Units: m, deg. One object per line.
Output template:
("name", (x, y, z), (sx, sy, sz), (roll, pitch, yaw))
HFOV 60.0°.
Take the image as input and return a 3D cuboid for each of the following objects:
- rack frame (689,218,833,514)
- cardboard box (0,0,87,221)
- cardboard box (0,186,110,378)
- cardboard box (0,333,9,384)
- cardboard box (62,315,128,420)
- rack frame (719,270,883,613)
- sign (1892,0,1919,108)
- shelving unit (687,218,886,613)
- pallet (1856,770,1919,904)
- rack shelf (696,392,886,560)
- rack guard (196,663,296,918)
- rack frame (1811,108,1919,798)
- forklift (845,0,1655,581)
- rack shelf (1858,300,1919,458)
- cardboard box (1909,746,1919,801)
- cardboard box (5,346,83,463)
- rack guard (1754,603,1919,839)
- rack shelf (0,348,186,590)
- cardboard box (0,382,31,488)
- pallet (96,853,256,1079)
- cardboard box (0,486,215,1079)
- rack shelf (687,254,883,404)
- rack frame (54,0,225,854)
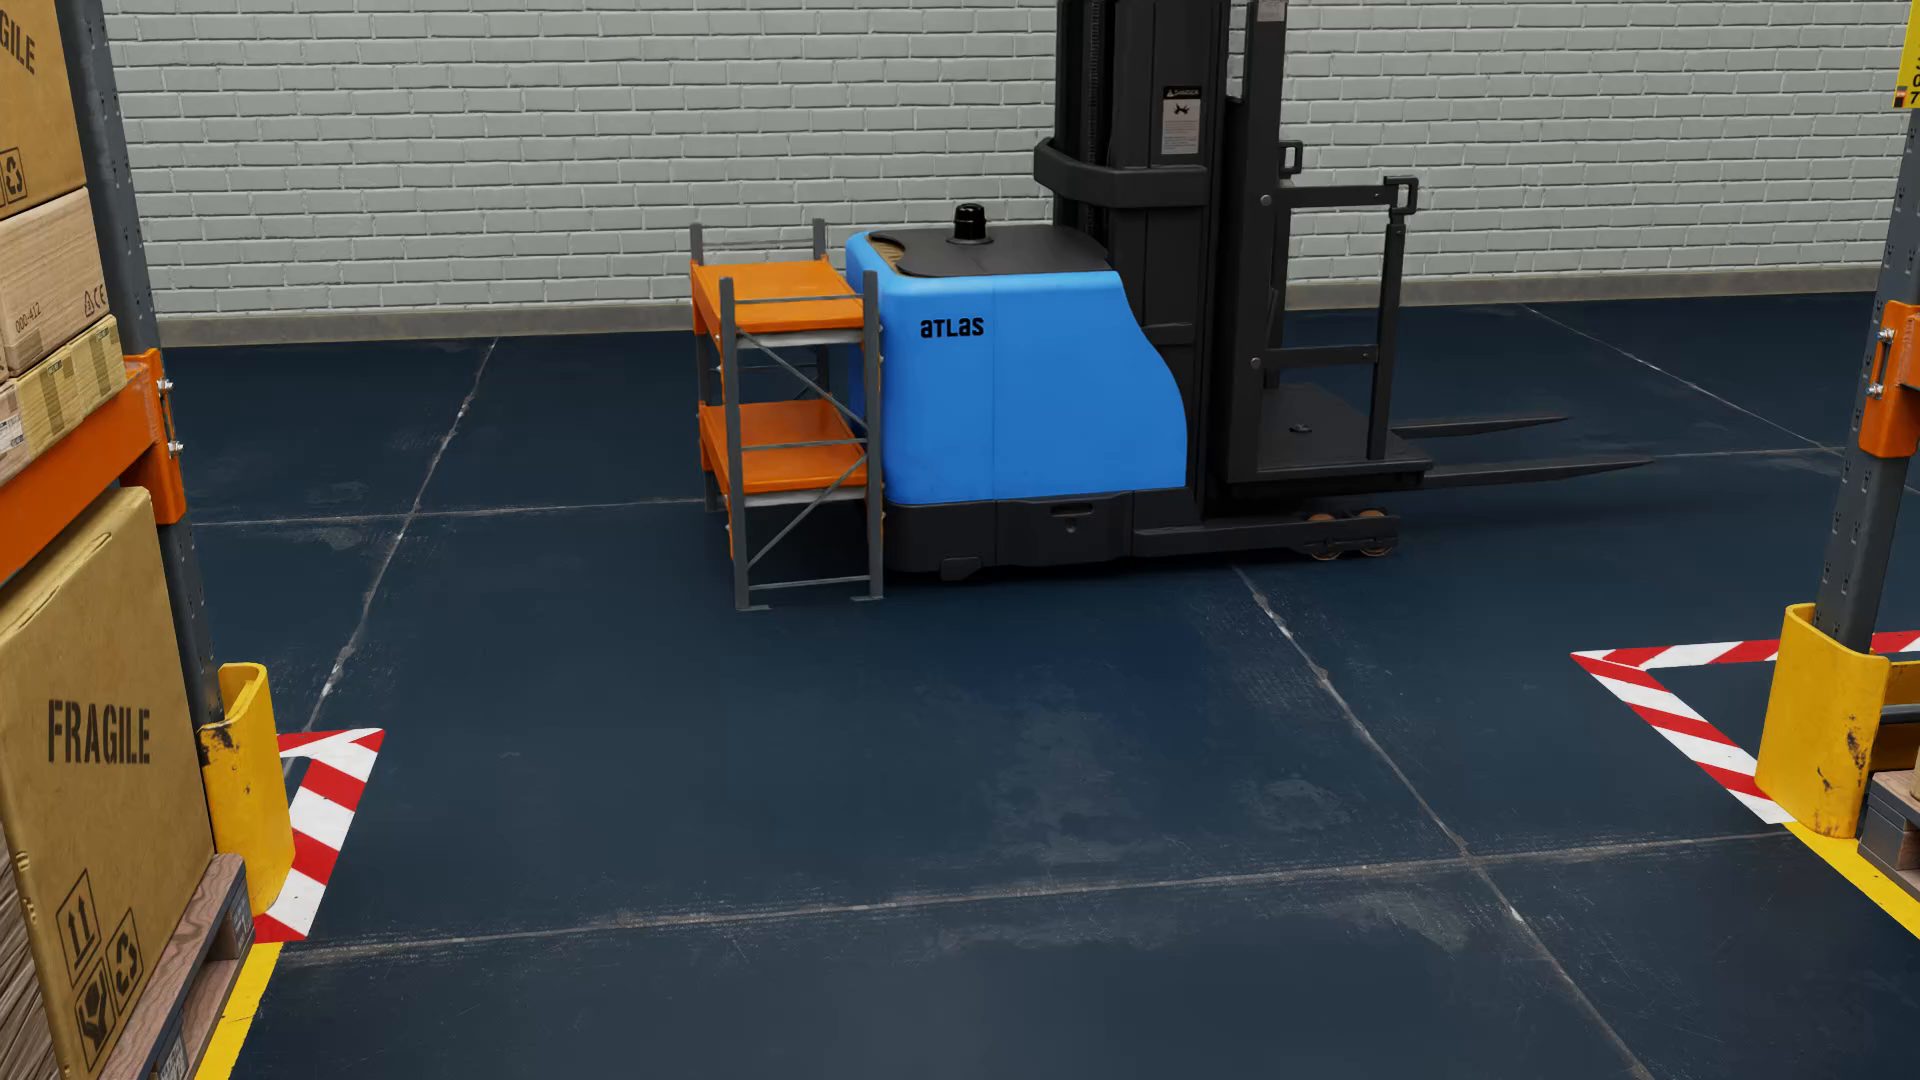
("rack frame", (-0.751, -0.655, 6.362), (0.500, 1.125, 0.032), (-5, 21, -13))
("cardboard box", (-1.877, -0.813, 2.822), (0.500, 0.500, 0.500), (-3, 21, -7))
("cardboard box", (-1.875, -0.462, 2.956), (0.500, 0.250, 0.500), (-3, 21, -9))
("cardboard box", (-1.802, -0.287, 2.486), (0.500, 0.250, 0.500), (-3, 21, -9))
("cardboard box", (-1.830, -0.323, 3.154), (0.380, 0.149, 0.250), (-3, 21, -7))
("rack frame", (-0.508, -0.309, 5.437), (0.500, 1.125, 0.032), (-5, 21, -13))
("sign", (2.179, -1.141, 3.746), (0.100, 0.325, 0.005), (-3, 21, -8))
("shelving unit", (-0.630, -0.482, 5.899), (0.538, 1.125, 1.048), (-5, 21, -13))
("pallet", (2.809, 0.853, 3.631), (1.003, 0.211, 1.213), (-3, 21, -8))
("rack shelf", (-0.630, -0.253, 5.985), (0.538, 0.278, 1.000), (-5, 21, -13))
("rack guard", (-2.211, 0.615, 3.855), (1.175, 0.500, 0.348), (-3, 21, -8))
("rack frame", (2.716, -0.763, 3.971), (1.000, 3.000, 0.127), (-3, 21, -8))
("forklift", (1.128, -1.475, 5.976), (3.031, 2.935, 1.130), (-4, 21, -11))
("rack shelf", (3.004, 0.267, 2.243), (1.077, 0.370, 4.000), (-3, 21, -8))
("cardboard box", (2.474, 0.574, 3.868), (0.380, 0.149, 0.250), (-2, 21, -7))
("cardboard box", (-1.791, -0.233, 2.913), (0.380, 0.149, 0.250), (-3, 21, -7))
("rack guard", (2.727, 0.435, 4.338), (1.175, 0.500, 0.348), (-3, 21, -8))
("rack shelf", (-1.919, 0.482, 1.667), (1.077, 0.370, 4.000), (-3, 21, -8))
("cardboard box", (-1.756, -0.146, 2.679), (0.380, 0.149, 0.250), (-3, 21, -8))
("pallet", (-2.014, 1.032, 3.152), (1.003, 0.211, 1.213), (-3, 21, -8))
("cardboard box", (-2.036, 0.469, 3.111), (0.875, 0.875, 0.875), (-3, 21, -8))
("rack shelf", (-0.630, -0.756, 5.797), (0.538, 0.278, 1.000), (-5, 21, -13))
("rack frame", (-2.207, -0.548, 3.395), (1.000, 3.000, 0.127), (-3, 21, -8))
